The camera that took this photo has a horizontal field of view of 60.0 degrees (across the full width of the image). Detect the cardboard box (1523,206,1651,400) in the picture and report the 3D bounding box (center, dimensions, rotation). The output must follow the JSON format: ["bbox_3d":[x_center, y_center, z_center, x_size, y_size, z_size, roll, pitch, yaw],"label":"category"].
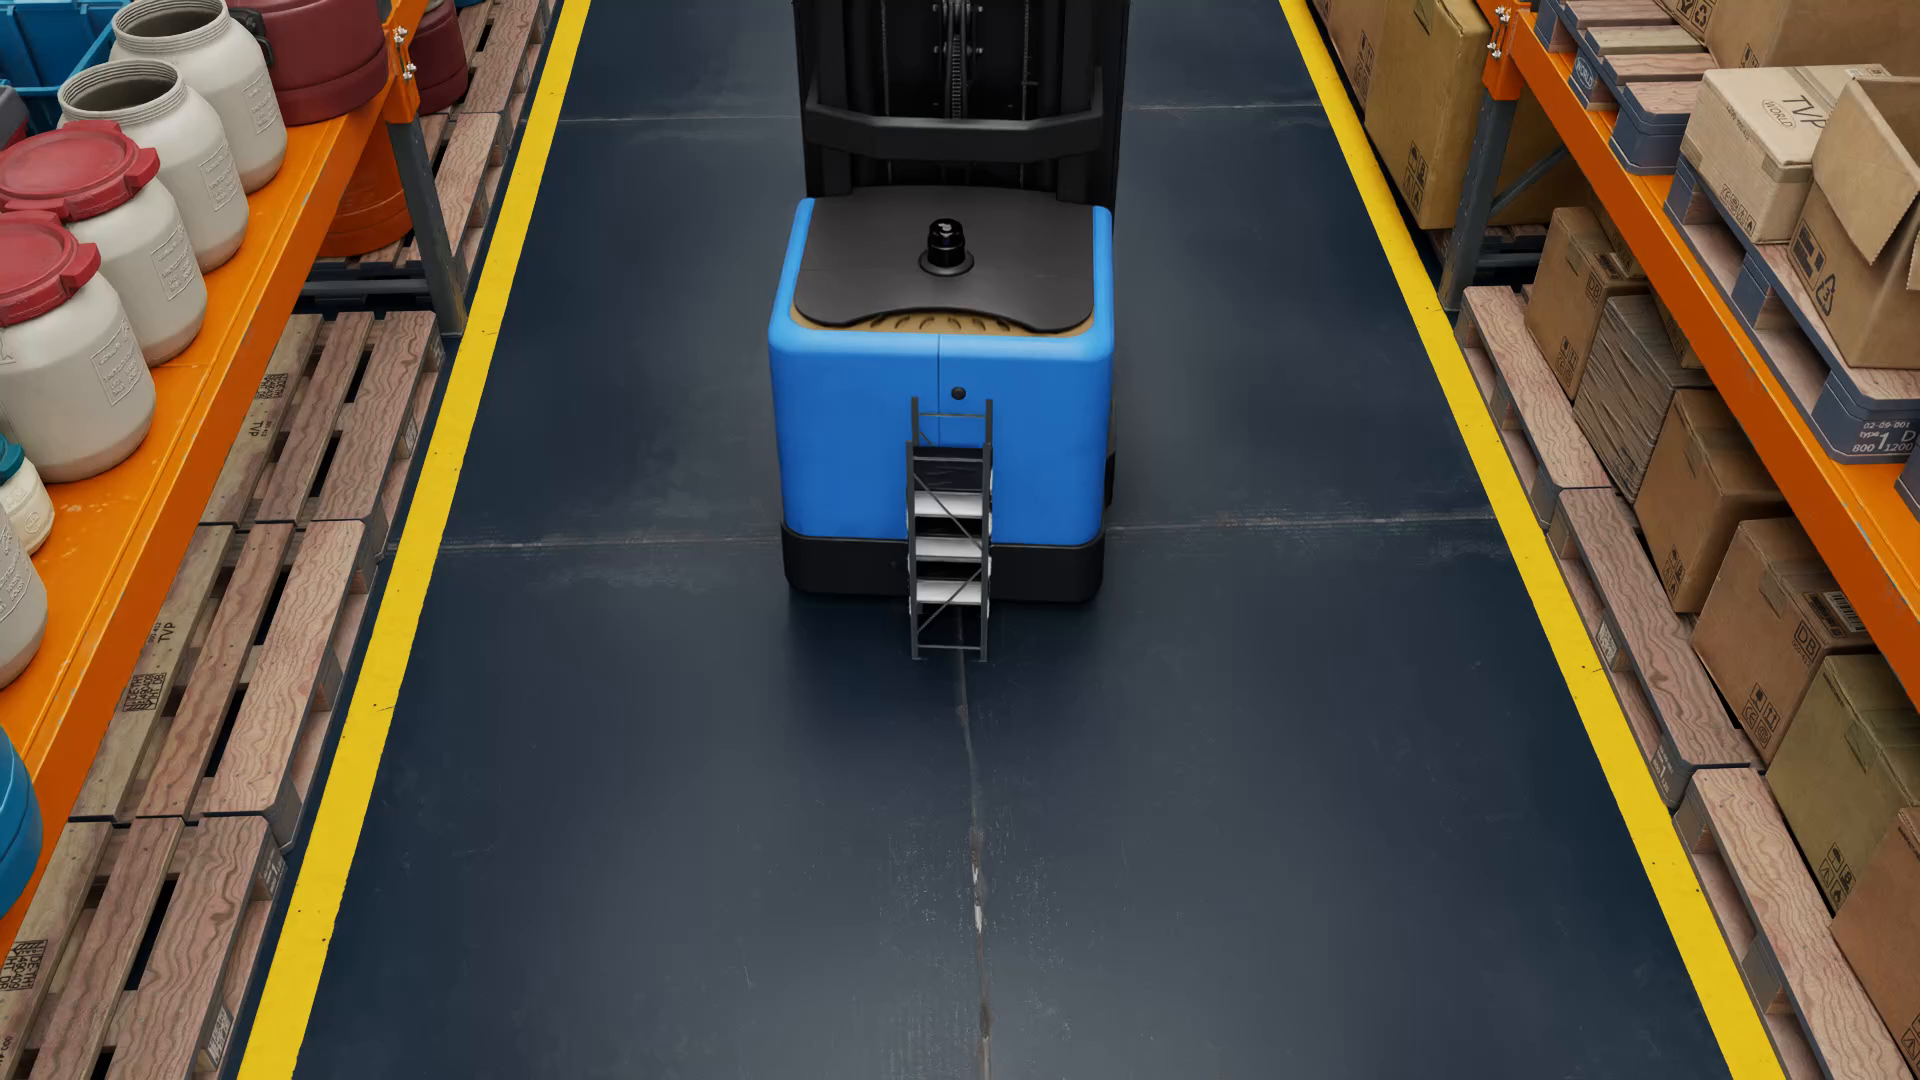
[{"bbox_3d":[2.513,-0.871,6.004,0.700,0.500,0.500,-4,43,-4],"label":"cardboard box"}]

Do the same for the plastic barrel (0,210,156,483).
[{"bbox_3d":[-2.167,-0.437,3.906,0.433,0.535,0.433,0,43,0],"label":"plastic barrel"}]

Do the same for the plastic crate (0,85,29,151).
[{"bbox_3d":[-2.721,-0.864,4.425,0.402,0.464,0.583,-2,43,-2],"label":"plastic crate"}]

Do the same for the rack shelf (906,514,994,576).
[{"bbox_3d":[-0.029,0.010,5.122,0.258,0.077,0.200,2,43,2],"label":"rack shelf"}]

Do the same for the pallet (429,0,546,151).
[{"bbox_3d":[-2.608,-2.264,8.064,1.003,0.211,1.213,-2,43,-2],"label":"pallet"}]

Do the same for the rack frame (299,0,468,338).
[{"bbox_3d":[-2.484,-1.940,5.646,1.000,3.000,0.127,-2,43,-2],"label":"rack frame"}]

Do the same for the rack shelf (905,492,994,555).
[{"bbox_3d":[-0.029,-0.056,5.061,0.258,0.077,0.200,2,43,2],"label":"rack shelf"}]

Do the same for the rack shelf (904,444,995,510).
[{"bbox_3d":[-0.029,-0.189,4.940,0.258,0.077,0.200,2,43,2],"label":"rack shelf"}]

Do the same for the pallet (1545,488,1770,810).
[{"bbox_3d":[2.545,0.295,5.272,1.003,0.211,1.213,-2,43,-2],"label":"pallet"}]

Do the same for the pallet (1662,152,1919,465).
[{"bbox_3d":[2.590,-0.676,4.409,1.003,0.211,1.213,-2,43,-2],"label":"pallet"}]

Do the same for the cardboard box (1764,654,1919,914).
[{"bbox_3d":[2.628,0.640,4.356,0.700,0.500,0.500,-2,43,-2],"label":"cardboard box"}]

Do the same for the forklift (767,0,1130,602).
[{"bbox_3d":[0.018,-1.861,5.612,1.130,2.935,3.031,2,43,2],"label":"forklift"}]

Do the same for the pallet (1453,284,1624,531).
[{"bbox_3d":[2.496,-0.526,6.168,1.003,0.211,1.213,-2,43,-2],"label":"pallet"}]

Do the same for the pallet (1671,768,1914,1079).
[{"bbox_3d":[2.600,1.121,4.371,1.003,0.211,1.213,-2,43,-2],"label":"pallet"}]

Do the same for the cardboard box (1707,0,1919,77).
[{"bbox_3d":[2.651,-1.536,4.821,0.700,0.500,0.500,4,43,5],"label":"cardboard box"}]

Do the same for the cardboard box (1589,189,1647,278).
[{"bbox_3d":[2.523,-1.147,5.751,0.500,0.250,0.500,0,43,0],"label":"cardboard box"}]

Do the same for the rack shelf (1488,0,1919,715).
[{"bbox_3d":[2.549,-0.466,4.571,1.077,0.370,4.000,-2,43,-2],"label":"rack shelf"}]

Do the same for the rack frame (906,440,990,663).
[{"bbox_3d":[-0.035,0.054,5.025,0.240,0.900,0.006,2,43,2],"label":"rack frame"}]

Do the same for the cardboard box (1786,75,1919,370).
[{"bbox_3d":[2.468,-0.742,3.952,0.797,0.503,0.637,2,43,3],"label":"cardboard box"}]

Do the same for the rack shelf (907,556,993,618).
[{"bbox_3d":[-0.029,0.143,5.244,0.258,0.077,0.200,2,43,2],"label":"rack shelf"}]

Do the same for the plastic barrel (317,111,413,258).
[{"bbox_3d":[-2.522,-1.624,6.597,0.600,0.830,0.708,-2,43,-2],"label":"plastic barrel"}]

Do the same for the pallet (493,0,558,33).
[{"bbox_3d":[-2.663,-3.090,8.965,1.003,0.211,1.213,-2,43,-2],"label":"pallet"}]

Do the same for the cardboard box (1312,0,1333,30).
[{"bbox_3d":[2.381,-3.119,8.194,1.225,0.875,0.875,-3,43,-3],"label":"cardboard box"}]

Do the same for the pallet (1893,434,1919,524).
[{"bbox_3d":[2.747,0.169,3.487,1.003,0.211,1.213,-2,43,-2],"label":"pallet"}]

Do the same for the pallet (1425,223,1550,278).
[{"bbox_3d":[2.506,-1.588,7.326,1.003,0.211,1.213,-2,43,-2],"label":"pallet"}]

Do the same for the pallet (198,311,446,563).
[{"bbox_3d":[-2.490,-0.388,6.017,1.003,0.211,1.213,-2,43,-2],"label":"pallet"}]

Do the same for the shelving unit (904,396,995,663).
[{"bbox_3d":[-0.029,-0.014,5.100,0.258,0.900,0.210,2,43,2],"label":"shelving unit"}]

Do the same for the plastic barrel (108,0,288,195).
[{"bbox_3d":[-2.227,-1.293,4.857,0.421,0.512,0.421,0,43,0],"label":"plastic barrel"}]

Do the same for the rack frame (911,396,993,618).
[{"bbox_3d":[-0.024,-0.083,5.175,0.240,0.900,0.006,2,43,2],"label":"rack frame"}]

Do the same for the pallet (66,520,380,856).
[{"bbox_3d":[-2.441,0.434,5.120,1.003,0.211,1.213,-2,43,-2],"label":"pallet"}]

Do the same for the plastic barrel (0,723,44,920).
[{"bbox_3d":[-2.028,0.306,2.825,0.600,0.901,0.708,-2,43,-2],"label":"plastic barrel"}]

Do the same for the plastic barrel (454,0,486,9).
[{"bbox_3d":[-2.618,-3.176,8.237,0.600,0.901,0.708,-2,43,-2],"label":"plastic barrel"}]

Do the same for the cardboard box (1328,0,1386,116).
[{"bbox_3d":[2.426,-2.522,7.543,1.225,0.875,0.875,-2,43,-2],"label":"cardboard box"}]

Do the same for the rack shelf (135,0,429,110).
[{"bbox_3d":[-2.569,-3.025,7.362,1.077,0.370,4.000,-2,43,-2],"label":"rack shelf"}]

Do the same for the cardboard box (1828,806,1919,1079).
[{"bbox_3d":[2.630,0.963,4.004,0.700,0.500,0.500,-5,43,-5],"label":"cardboard box"}]

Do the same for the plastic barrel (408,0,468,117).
[{"bbox_3d":[-2.570,-2.298,7.511,0.600,0.588,0.708,-2,43,-2],"label":"plastic barrel"}]

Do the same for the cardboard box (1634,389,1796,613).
[{"bbox_3d":[2.580,-0.114,5.179,0.700,0.500,0.500,2,43,2],"label":"cardboard box"}]

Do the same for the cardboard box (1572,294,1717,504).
[{"bbox_3d":[2.549,-0.497,5.596,0.700,0.500,0.500,-5,43,-5],"label":"cardboard box"}]

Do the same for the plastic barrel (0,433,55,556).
[{"bbox_3d":[-2.217,-0.086,3.726,0.301,0.262,0.301,0,43,0],"label":"plastic barrel"}]

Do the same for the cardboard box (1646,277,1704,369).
[{"bbox_3d":[2.556,-0.790,5.361,0.500,0.250,0.500,3,43,3],"label":"cardboard box"}]

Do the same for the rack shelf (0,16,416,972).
[{"bbox_3d":[-2.399,-0.324,4.416,1.077,0.370,4.000,-2,43,-2],"label":"rack shelf"}]

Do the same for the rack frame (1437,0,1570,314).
[{"bbox_3d":[2.465,-2.082,5.801,1.000,3.000,0.127,-2,43,-2],"label":"rack frame"}]

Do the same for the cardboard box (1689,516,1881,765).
[{"bbox_3d":[2.604,0.263,4.768,0.700,0.500,0.500,-5,43,-5],"label":"cardboard box"}]

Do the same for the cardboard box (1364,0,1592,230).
[{"bbox_3d":[2.456,-1.920,6.886,1.225,0.875,0.875,-3,43,-4],"label":"cardboard box"}]

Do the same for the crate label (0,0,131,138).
[{"bbox_3d":[-2.712,-1.274,4.894,0.502,0.435,0.616,-2,43,-2],"label":"crate label"}]

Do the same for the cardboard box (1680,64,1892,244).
[{"bbox_3d":[2.306,-1.043,4.468,0.500,0.250,0.500,-3,43,-3],"label":"cardboard box"}]

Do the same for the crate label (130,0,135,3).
[{"bbox_3d":[-2.841,-1.583,5.381,0.303,0.233,0.416,-2,43,-2],"label":"crate label"}]

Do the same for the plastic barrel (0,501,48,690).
[{"bbox_3d":[-2.136,0.058,3.366,0.433,0.535,0.433,0,43,0],"label":"plastic barrel"}]

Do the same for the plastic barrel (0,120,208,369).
[{"bbox_3d":[-2.185,-0.729,4.225,0.433,0.535,0.433,0,43,0],"label":"plastic barrel"}]

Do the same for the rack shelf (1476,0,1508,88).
[{"bbox_3d":[2.380,-3.167,7.517,1.077,0.370,4.000,-2,43,-2],"label":"rack shelf"}]

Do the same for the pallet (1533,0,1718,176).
[{"bbox_3d":[2.601,-1.533,5.345,1.213,0.211,1.003,-2,43,-2],"label":"pallet"}]

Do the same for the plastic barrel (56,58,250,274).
[{"bbox_3d":[-2.209,-1.008,4.547,0.421,0.512,0.421,0,43,0],"label":"plastic barrel"}]

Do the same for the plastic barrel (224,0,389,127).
[{"bbox_3d":[-2.162,-1.685,5.268,0.600,0.536,0.708,-2,43,-2],"label":"plastic barrel"}]

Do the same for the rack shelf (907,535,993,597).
[{"bbox_3d":[-0.029,0.077,5.183,0.258,0.077,0.200,2,43,2],"label":"rack shelf"}]

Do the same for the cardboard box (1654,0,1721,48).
[{"bbox_3d":[2.527,-1.910,5.229,0.500,0.500,0.500,-6,43,-7],"label":"cardboard box"}]

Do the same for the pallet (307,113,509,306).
[{"bbox_3d":[-2.559,-1.443,7.168,1.003,0.211,1.213,-2,43,-2],"label":"pallet"}]

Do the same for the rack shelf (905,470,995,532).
[{"bbox_3d":[-0.029,-0.123,5.001,0.258,0.077,0.200,2,43,2],"label":"rack shelf"}]

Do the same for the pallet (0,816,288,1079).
[{"bbox_3d":[-2.386,1.260,4.220,1.003,0.211,1.213,-2,43,-2],"label":"pallet"}]
